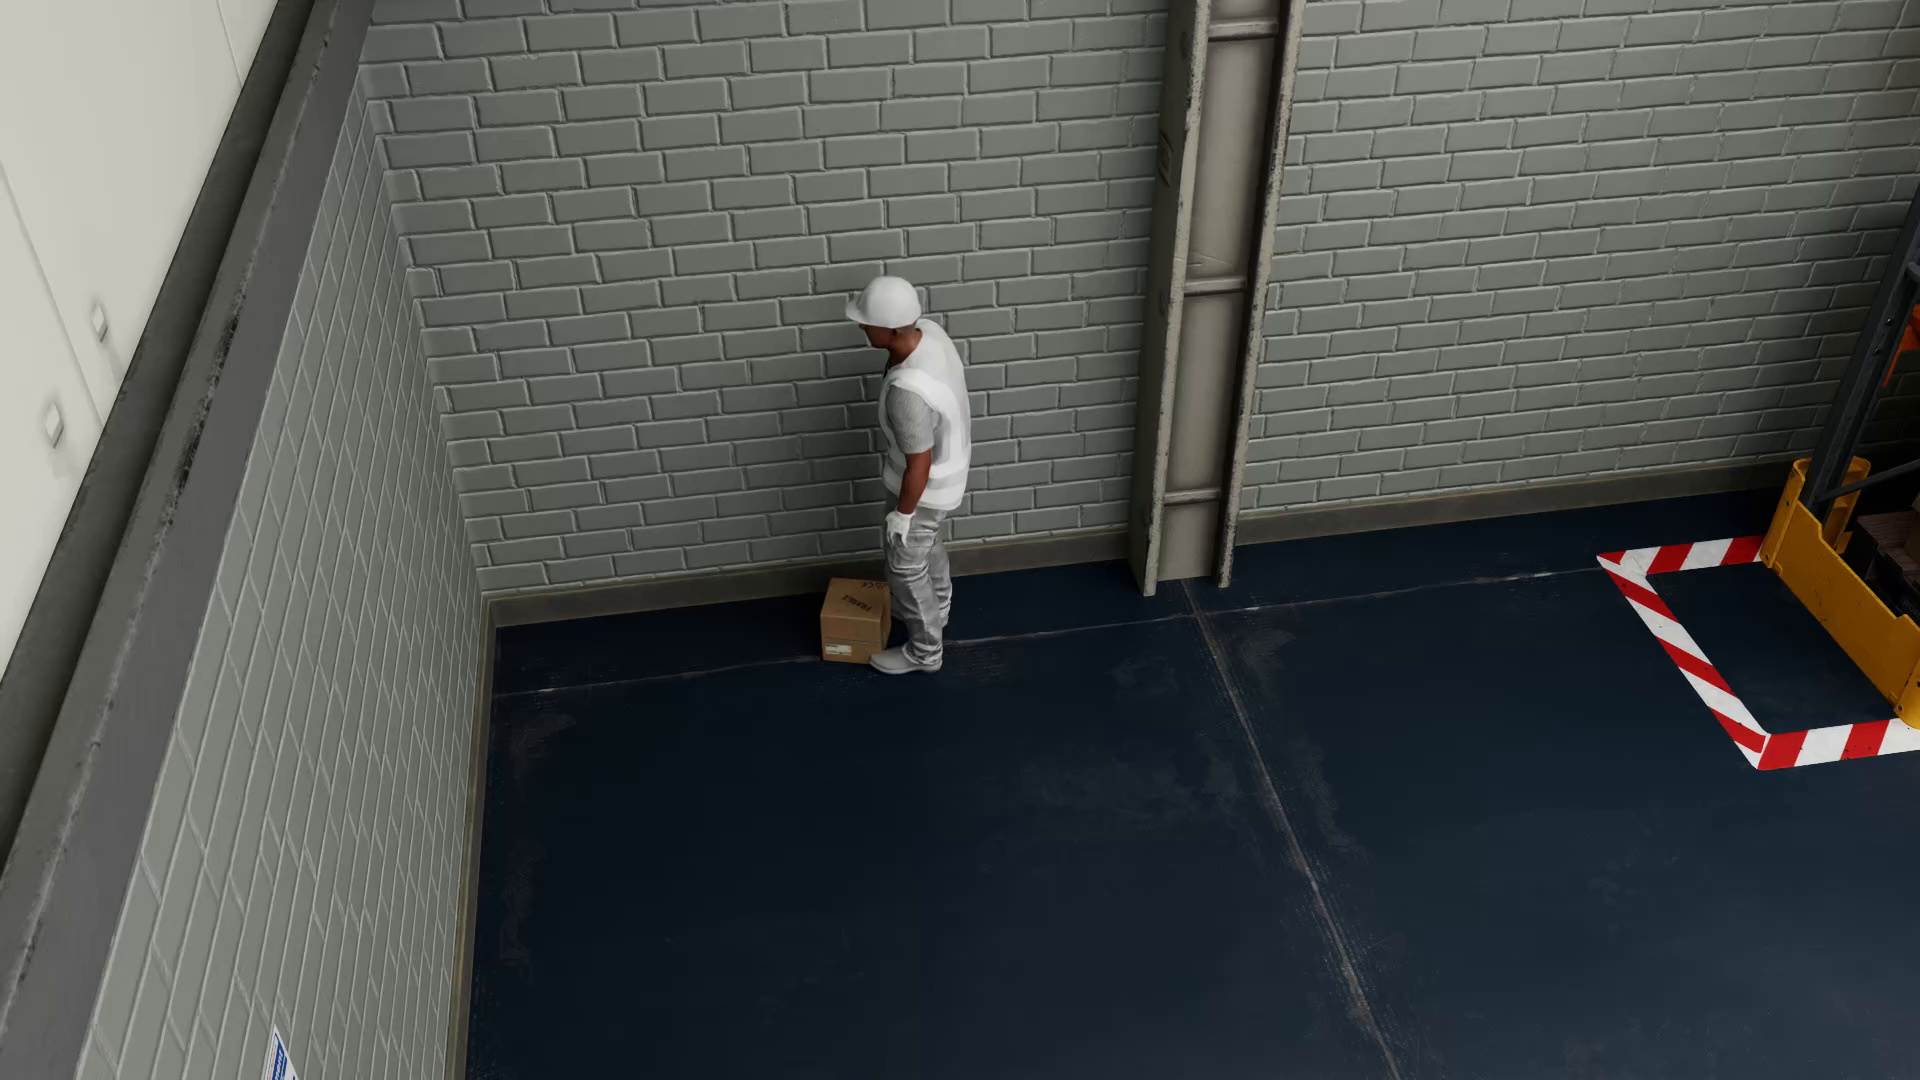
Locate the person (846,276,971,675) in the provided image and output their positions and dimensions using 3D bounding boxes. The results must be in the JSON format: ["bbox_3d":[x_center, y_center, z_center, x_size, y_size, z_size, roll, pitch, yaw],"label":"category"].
[{"bbox_3d":[-0.185,-0.243,6.453,0.450,1.773,0.609,4,39,5],"label":"person"}]
